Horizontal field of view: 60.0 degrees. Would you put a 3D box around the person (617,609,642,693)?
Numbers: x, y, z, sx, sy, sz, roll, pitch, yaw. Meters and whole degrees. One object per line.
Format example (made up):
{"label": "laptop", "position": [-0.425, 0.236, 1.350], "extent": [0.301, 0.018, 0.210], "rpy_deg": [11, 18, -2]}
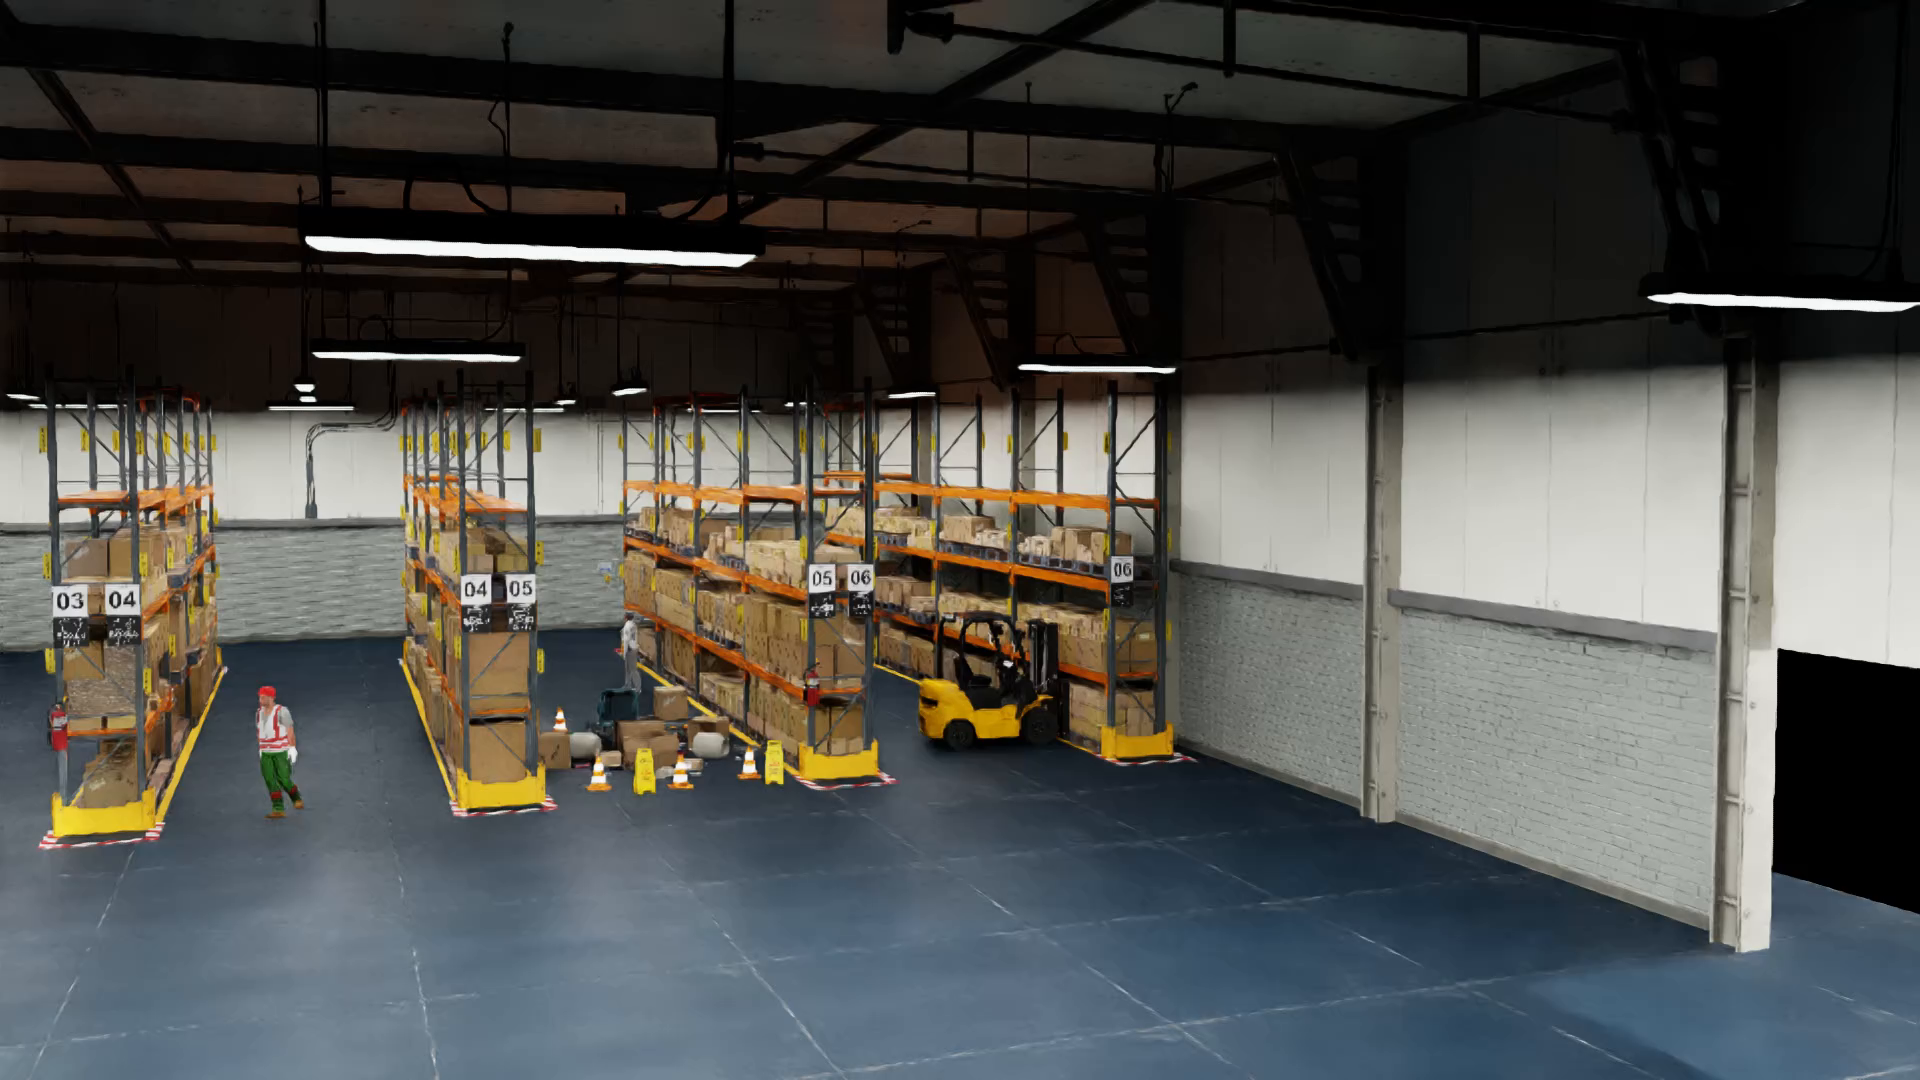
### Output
{"label": "person", "position": [-6.621, 2.213, 33.220], "extent": [0.556, 1.664, 0.584], "rpy_deg": [0, 3, 1]}

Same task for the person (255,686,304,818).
{"label": "person", "position": [-9.123, 2.816, 22.256], "extent": [0.585, 1.779, 0.572], "rpy_deg": [1, 3, 15]}
